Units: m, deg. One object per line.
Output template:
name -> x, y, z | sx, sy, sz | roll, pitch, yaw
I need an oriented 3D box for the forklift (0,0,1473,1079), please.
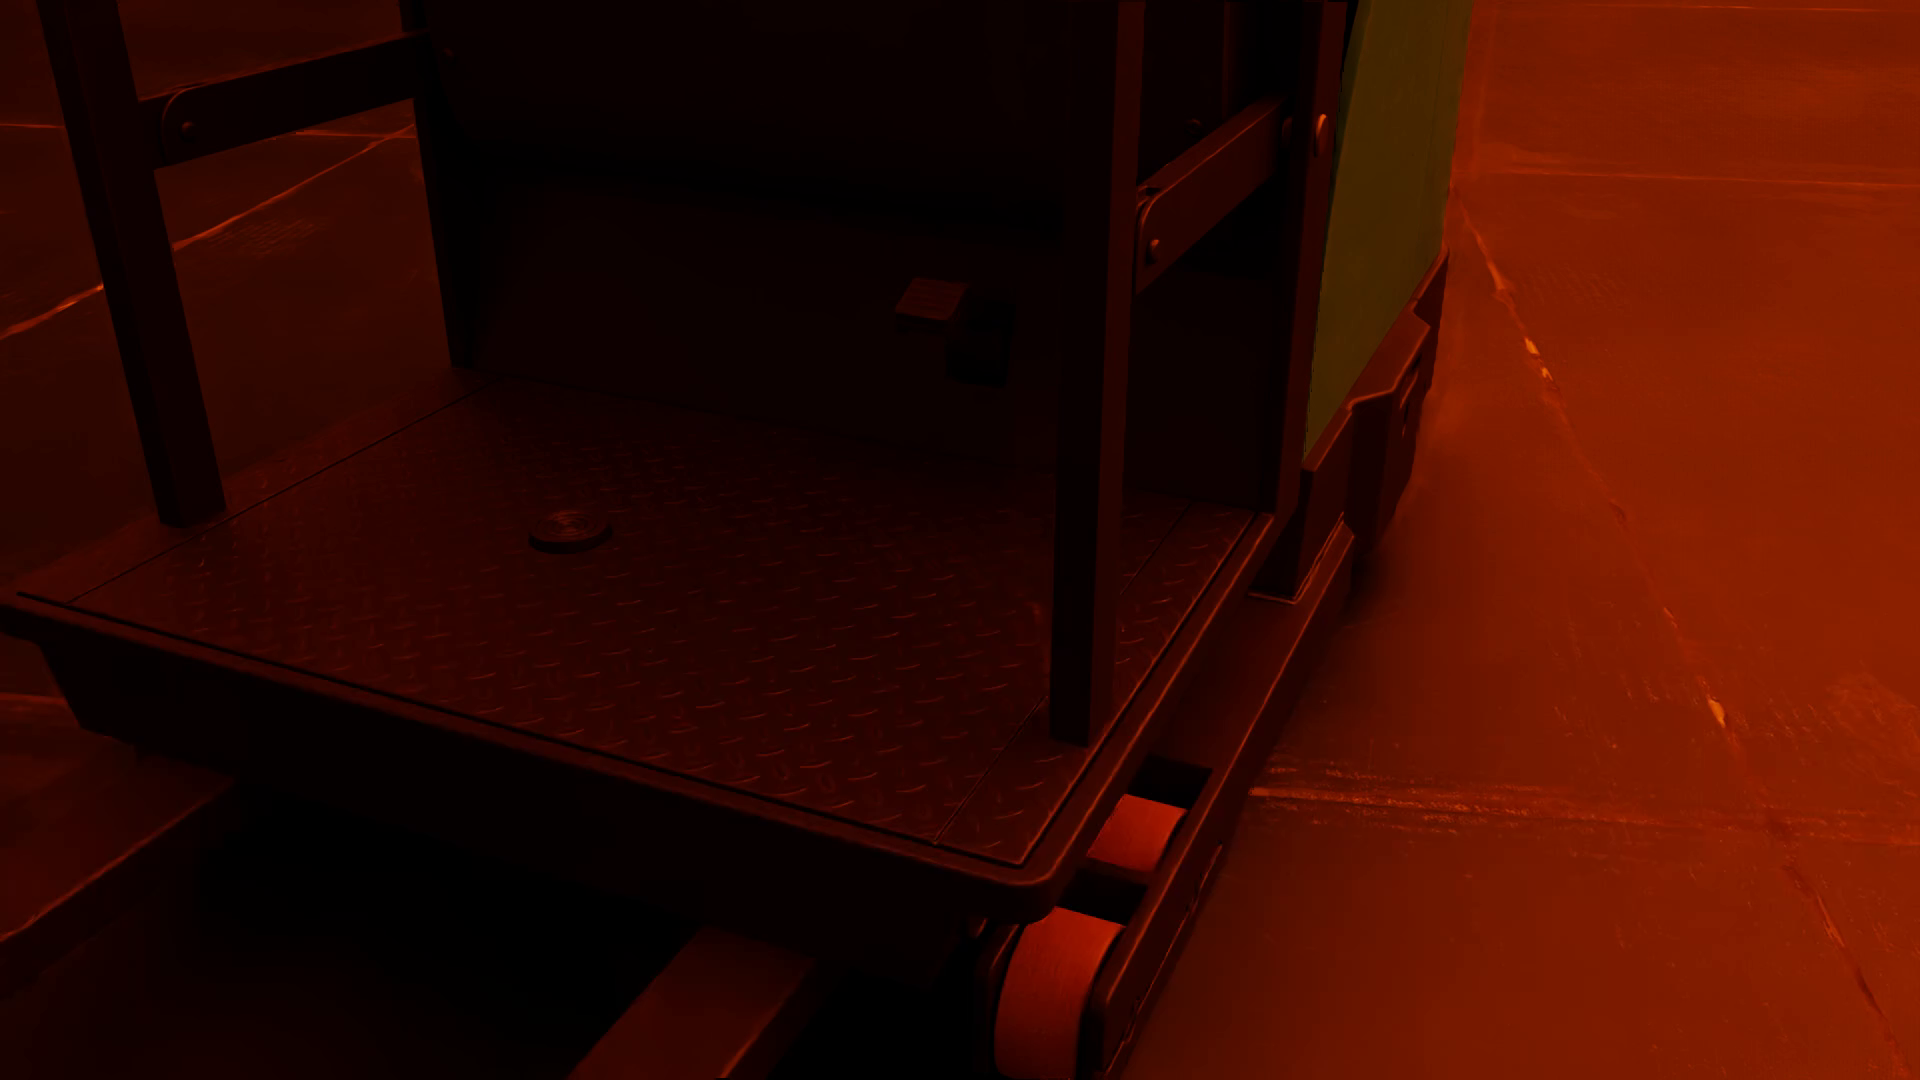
forklift -> -0.244, -1.032, 1.285 | 1.130, 2.935, 3.031 | 11, 29, 21
